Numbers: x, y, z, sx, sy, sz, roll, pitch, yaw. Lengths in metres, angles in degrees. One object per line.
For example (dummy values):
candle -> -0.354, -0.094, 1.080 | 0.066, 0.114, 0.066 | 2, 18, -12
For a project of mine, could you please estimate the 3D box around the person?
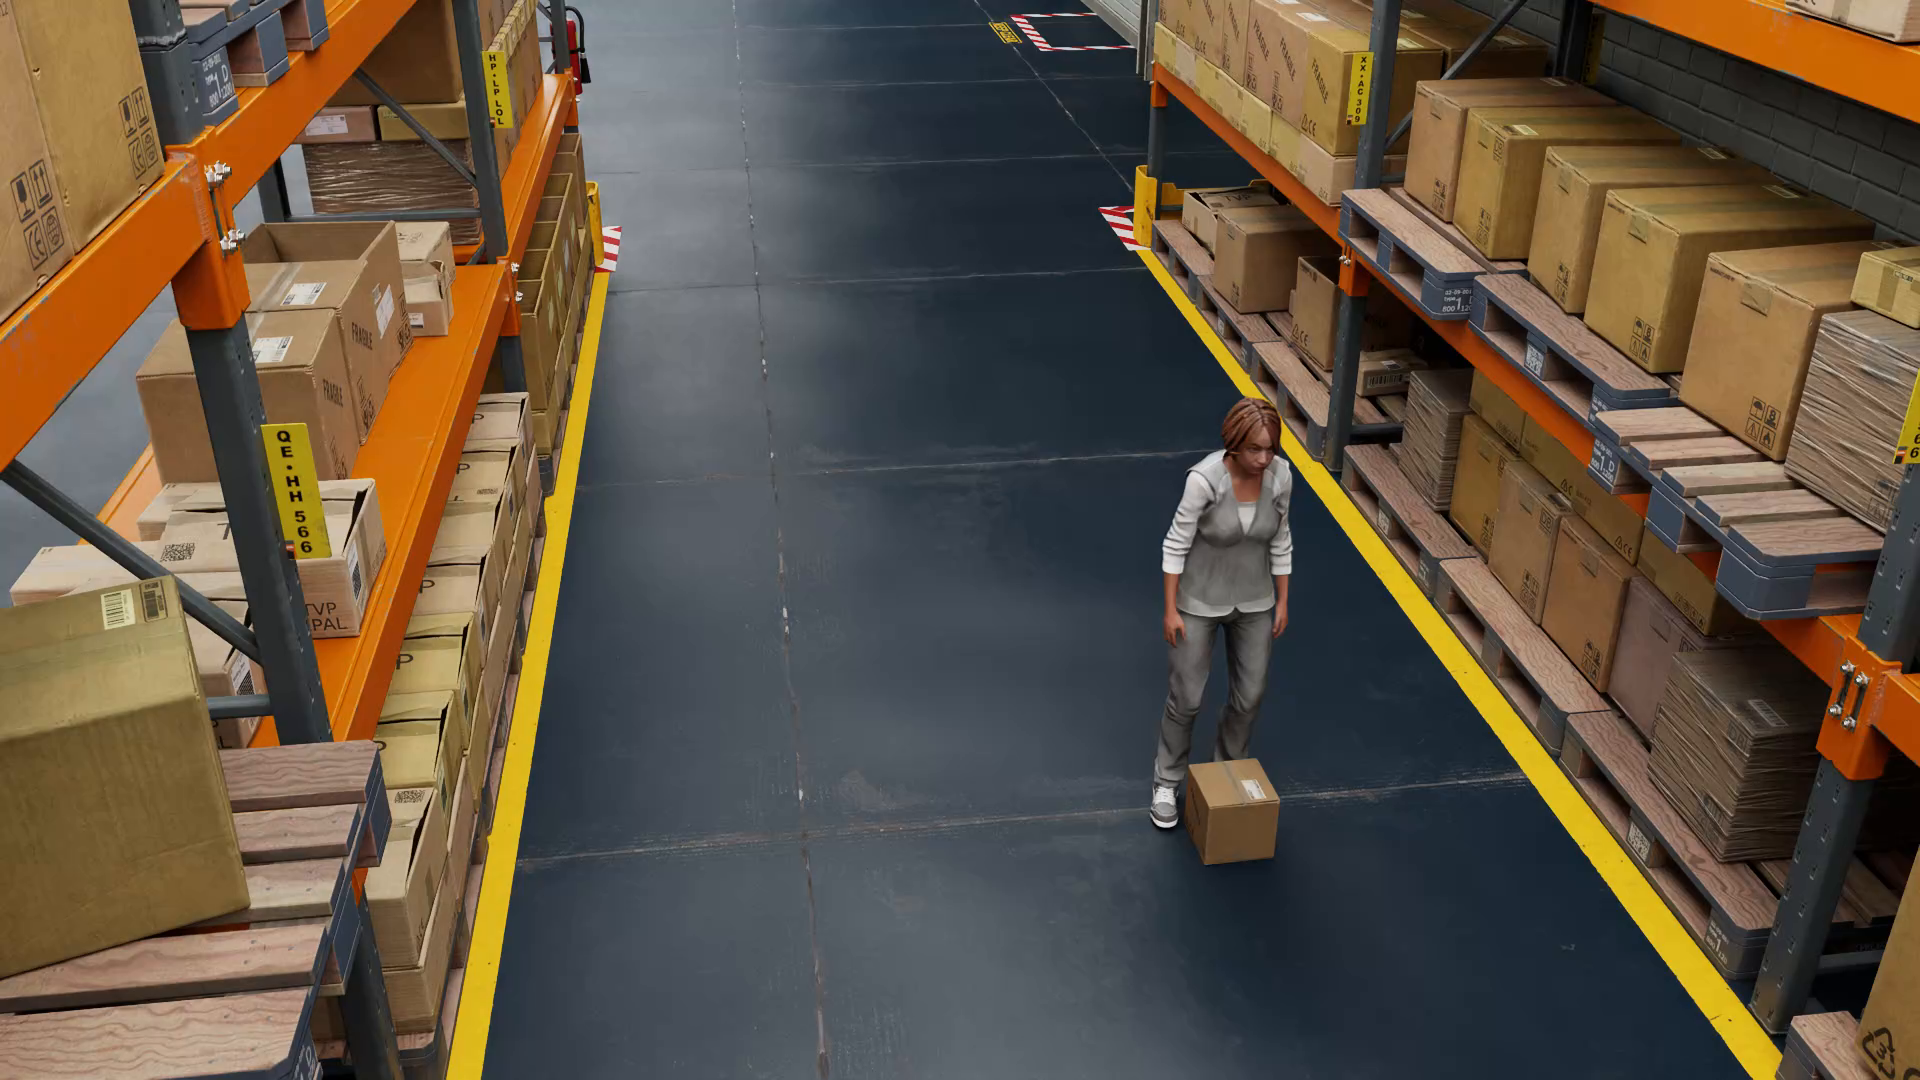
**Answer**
person -> 0.903, 0.246, 5.660 | 0.477, 1.591, 0.377 | -5, 28, -10
